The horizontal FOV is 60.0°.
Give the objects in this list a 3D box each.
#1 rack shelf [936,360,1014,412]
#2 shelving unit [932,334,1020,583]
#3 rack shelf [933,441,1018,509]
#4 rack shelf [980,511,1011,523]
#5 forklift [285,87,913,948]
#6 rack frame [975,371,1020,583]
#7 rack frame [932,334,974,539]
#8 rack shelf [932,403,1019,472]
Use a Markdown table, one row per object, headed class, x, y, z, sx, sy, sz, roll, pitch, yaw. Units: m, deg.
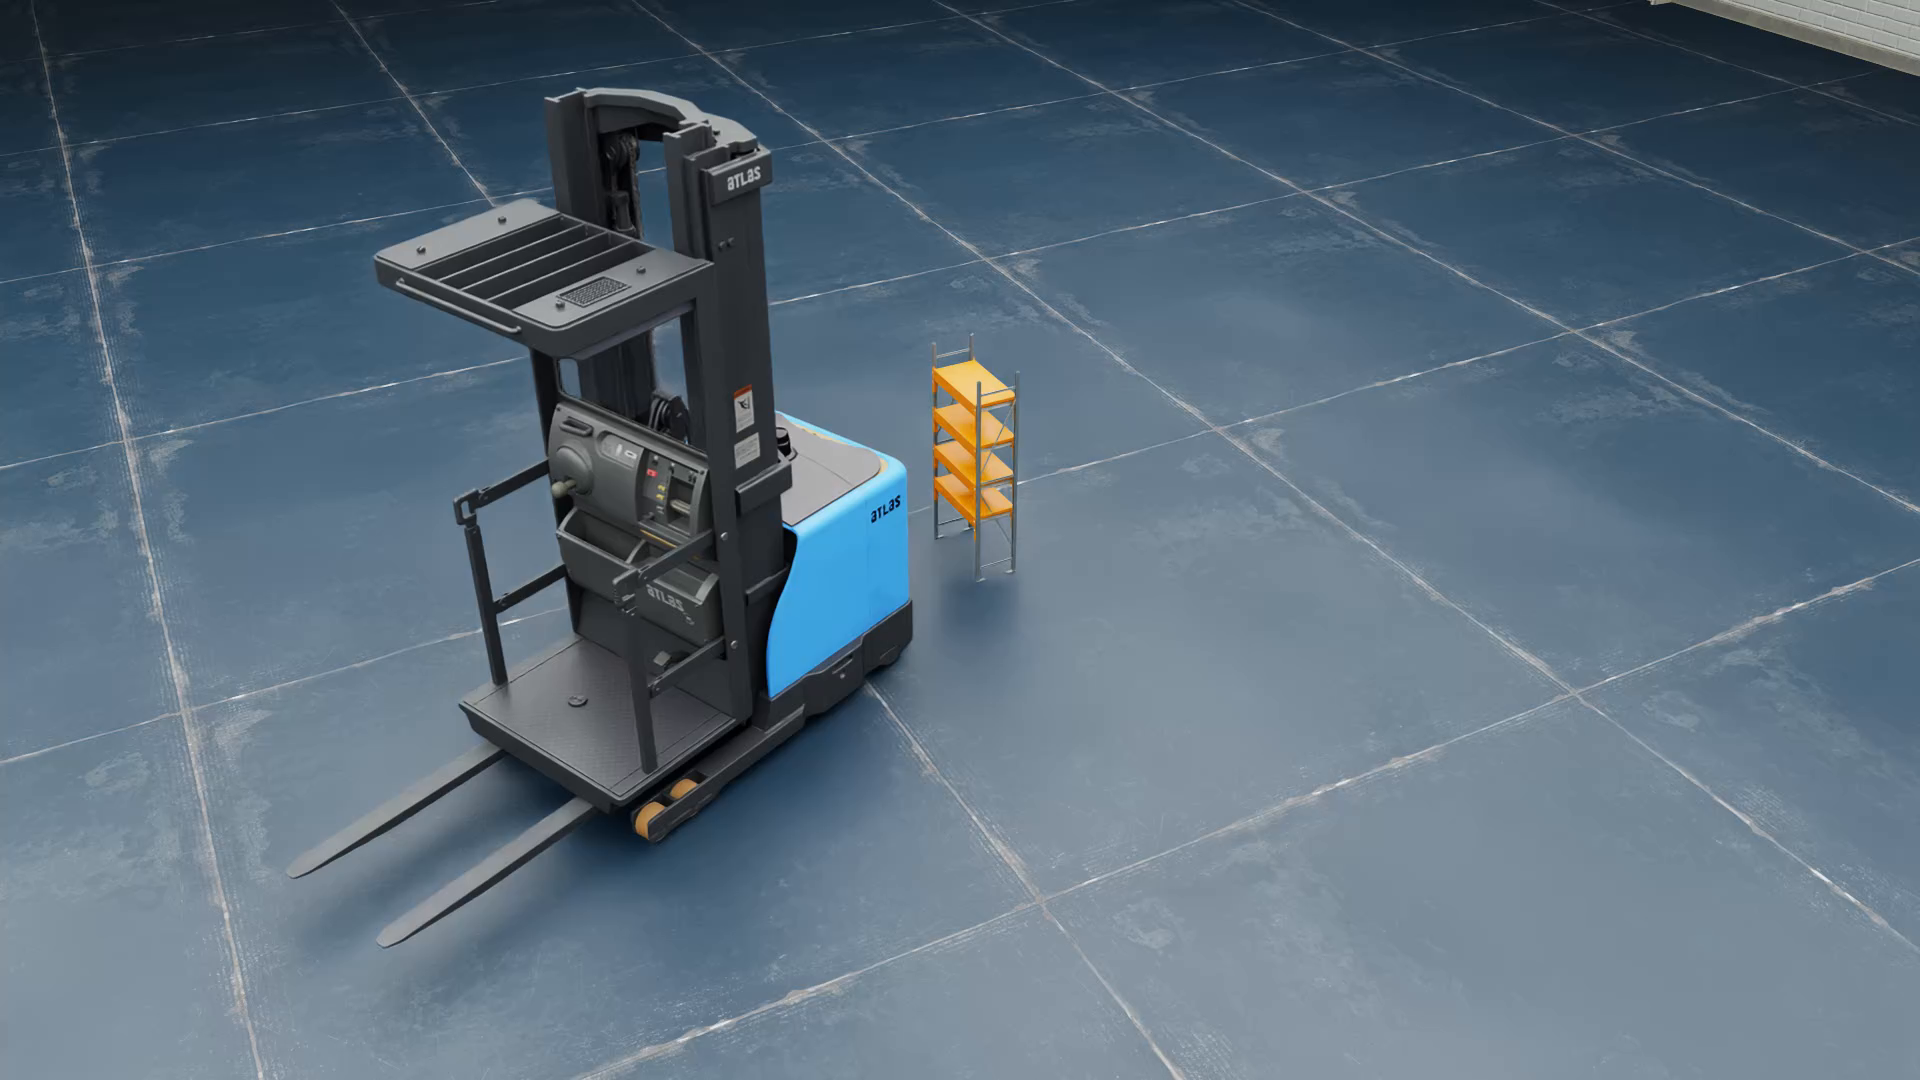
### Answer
| class | x | y | z | sx | sy | sz | roll | pitch | yaw |
| --- | --- | --- | --- | --- | --- | --- | --- | --- | --- |
| rack shelf | 0.077 | -0.790 | 8.570 | 0.221 | 0.050 | 0.457 | -16 | 36 | -23 |
| shelving unit | 0.077 | -0.426 | 8.803 | 0.258 | 1.200 | 0.503 | -16 | 36 | -23 |
| rack shelf | 0.077 | -0.370 | 8.839 | 0.258 | 0.148 | 0.480 | -16 | 36 | -23 |
| rack shelf | 0.077 | -0.226 | 8.931 | 0.199 | 0.029 | 0.442 | -16 | 36 | -23 |
| forklift | -1.541 | -0.232 | 6.894 | 1.130 | 2.935 | 3.031 | 23 | 39 | 31 |
| rack frame | 0.191 | -0.310 | 8.621 | 0.240 | 1.200 | 0.015 | -16 | 36 | -23 |
| rack frame | -0.037 | -0.543 | 8.985 | 0.240 | 1.200 | 0.015 | -16 | 36 | -23 |
| rack shelf | 0.077 | -0.558 | 8.719 | 0.258 | 0.148 | 0.480 | -16 | 36 | -23 |
